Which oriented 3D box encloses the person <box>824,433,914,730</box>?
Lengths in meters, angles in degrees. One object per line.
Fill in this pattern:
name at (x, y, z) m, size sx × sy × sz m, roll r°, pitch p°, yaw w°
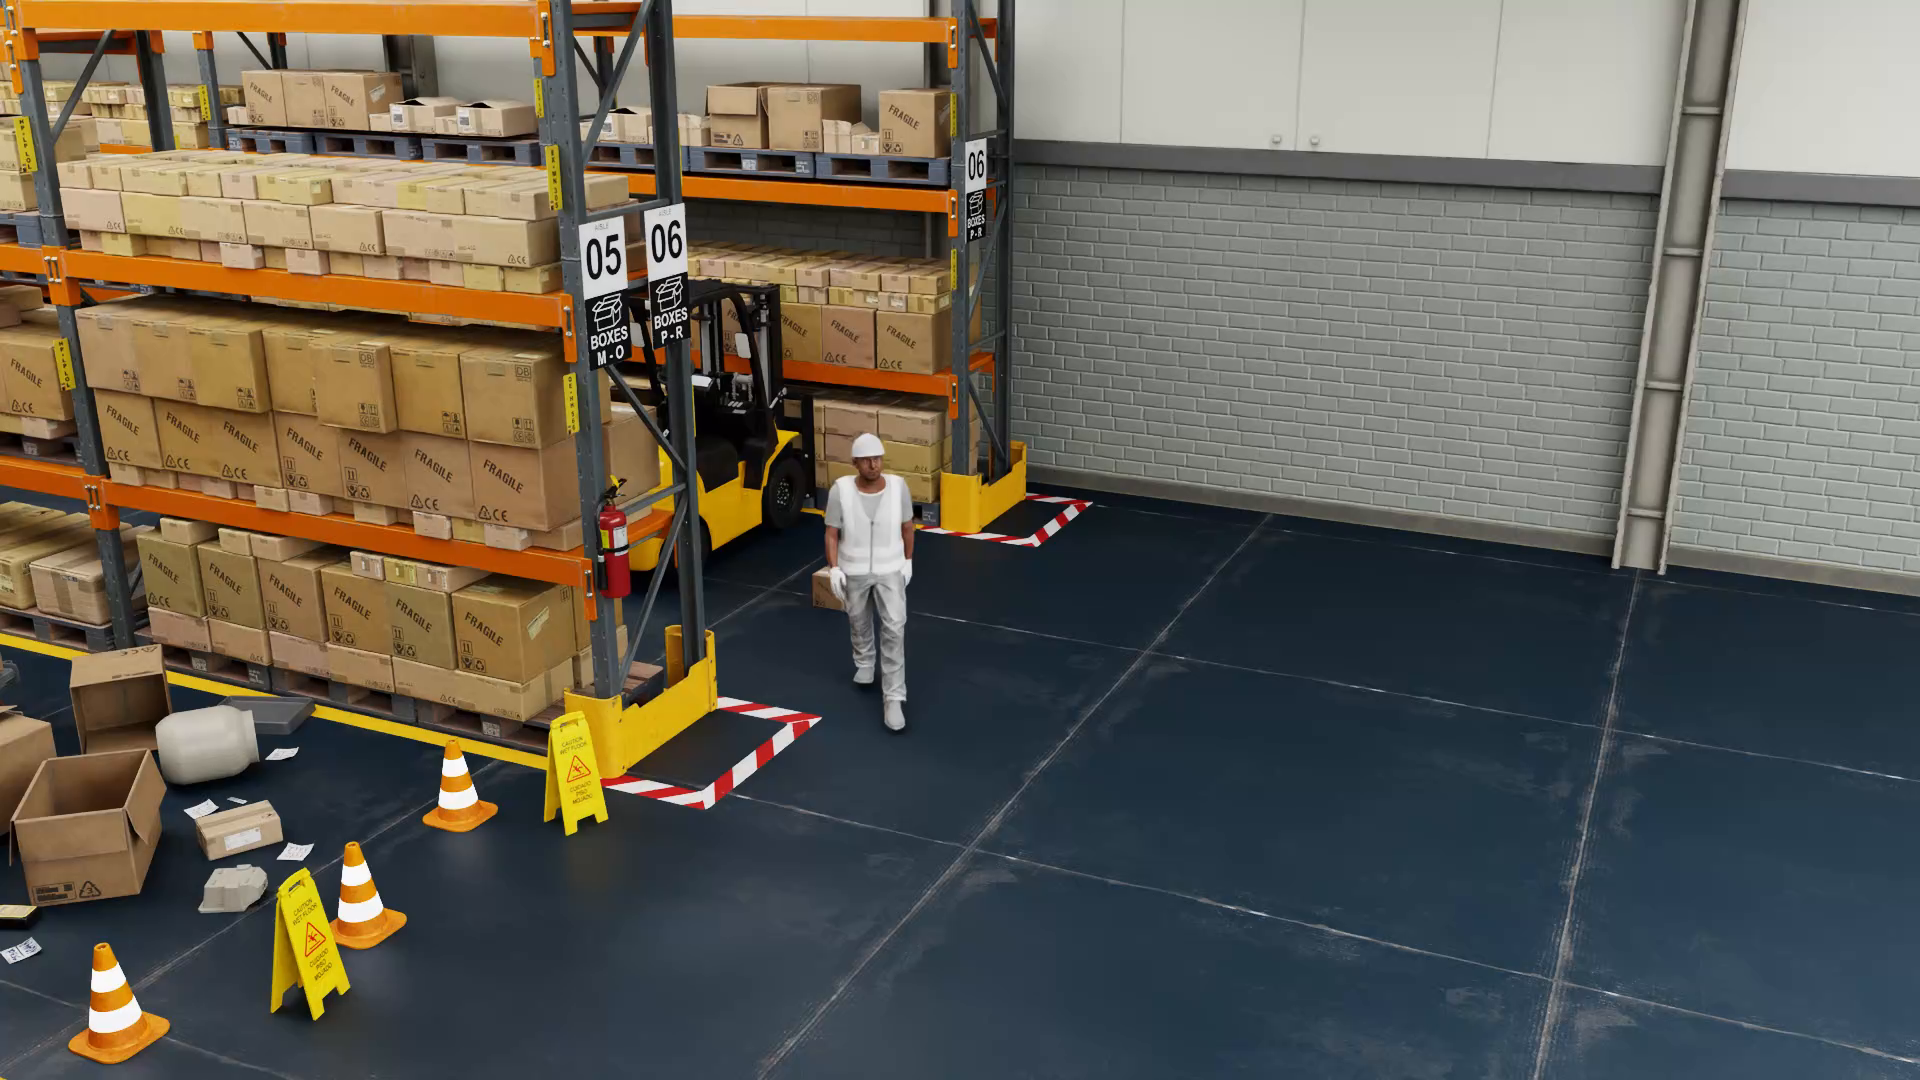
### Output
person at (-0.556, 0.204, 10.374) m, size 0.565 × 1.736 × 0.983 m, roll -1°, pitch 19°, yaw -4°
